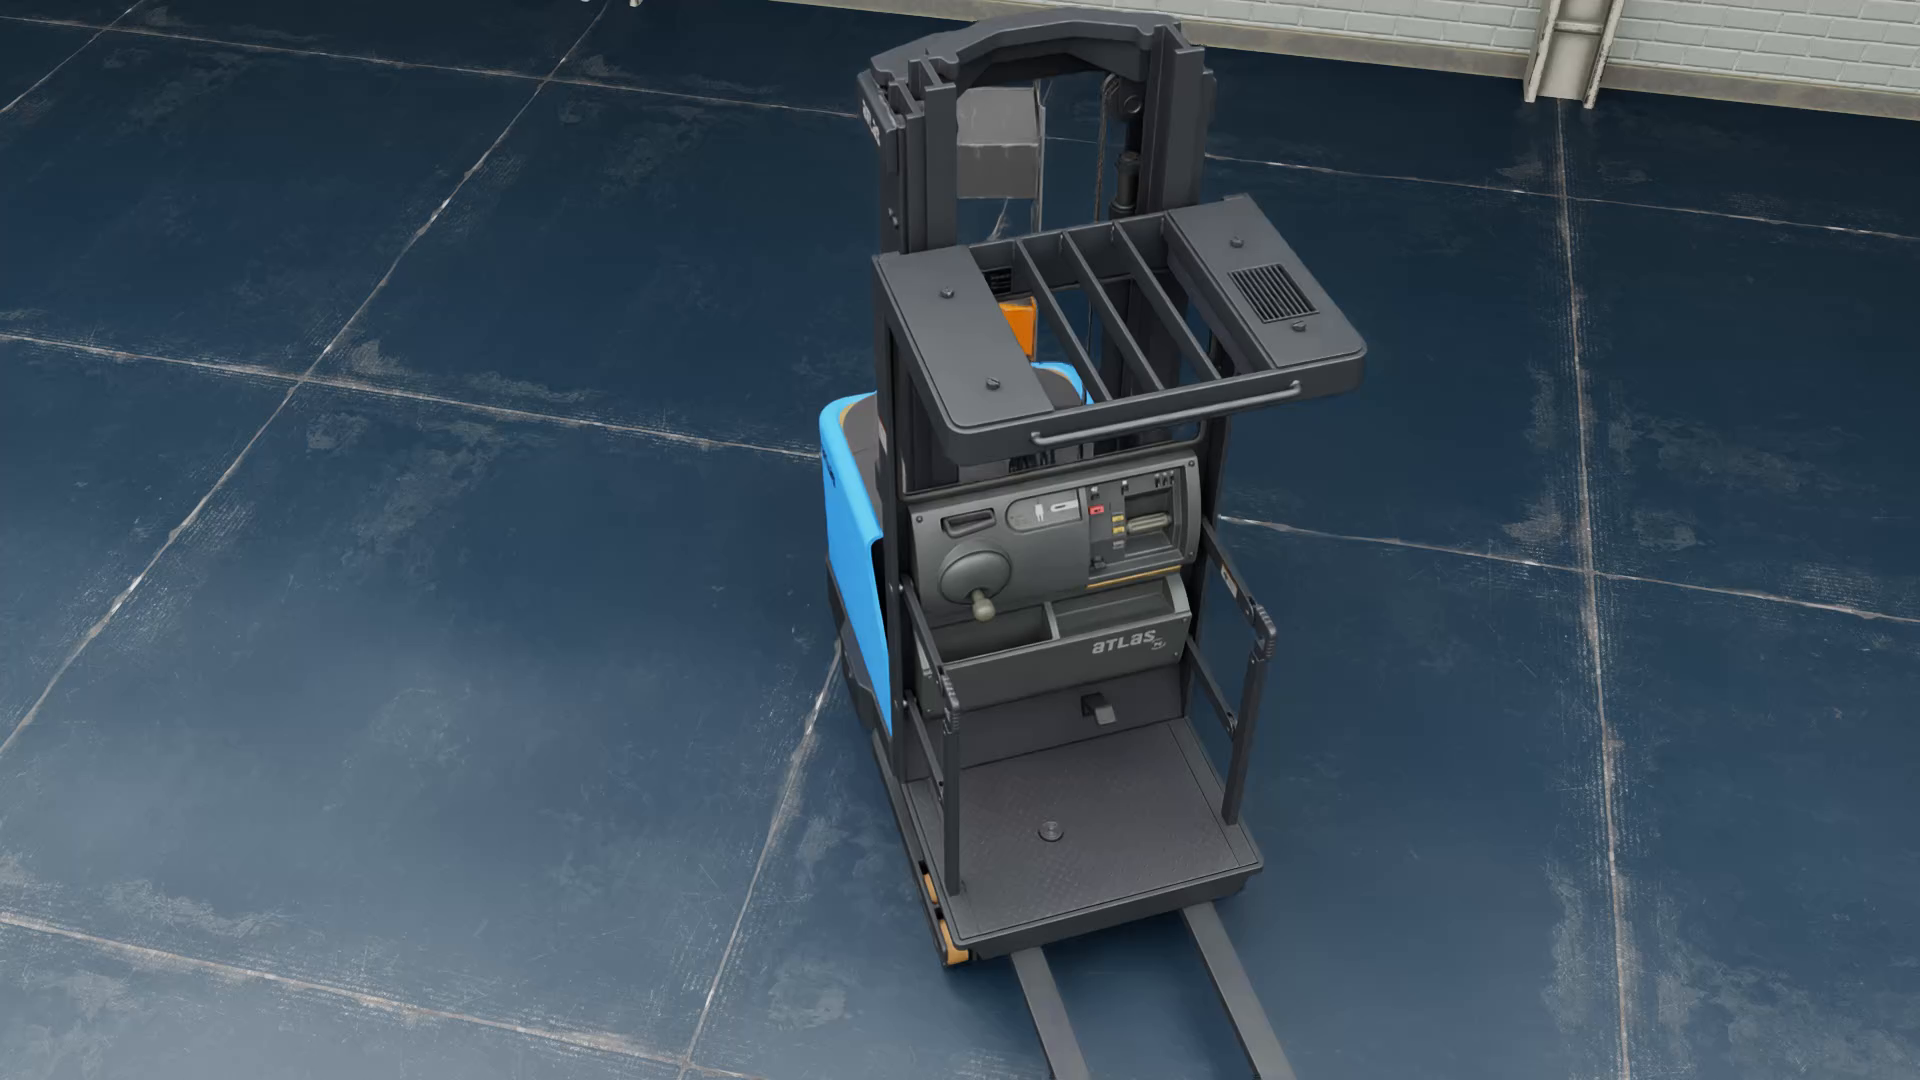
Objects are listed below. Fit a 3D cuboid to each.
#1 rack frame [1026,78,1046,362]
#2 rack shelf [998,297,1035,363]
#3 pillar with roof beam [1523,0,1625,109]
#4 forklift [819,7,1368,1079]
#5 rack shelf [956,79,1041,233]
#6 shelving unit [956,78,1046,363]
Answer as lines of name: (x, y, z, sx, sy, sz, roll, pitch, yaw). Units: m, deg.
rack frame: (0.287, -0.870, 6.600, 0.015, 2.100, 0.400, 0, 44, 0)
rack shelf: (0.043, -0.859, 6.608, 0.480, 0.518, 0.431, 0, 44, 0)
pillar with roof beam: (2.659, -3.023, 3.862, 0.400, 9.000, 9.100, 9, 45, 9)
forklift: (0.370, 0.082, 5.011, 1.130, 2.935, 3.031, -12, 45, -12)
rack shelf: (0.042, -1.363, 6.122, 0.480, 0.518, 0.431, 0, 44, 0)
shelving unit: (0.043, -0.869, 6.598, 0.503, 2.100, 0.431, 0, 44, 0)
